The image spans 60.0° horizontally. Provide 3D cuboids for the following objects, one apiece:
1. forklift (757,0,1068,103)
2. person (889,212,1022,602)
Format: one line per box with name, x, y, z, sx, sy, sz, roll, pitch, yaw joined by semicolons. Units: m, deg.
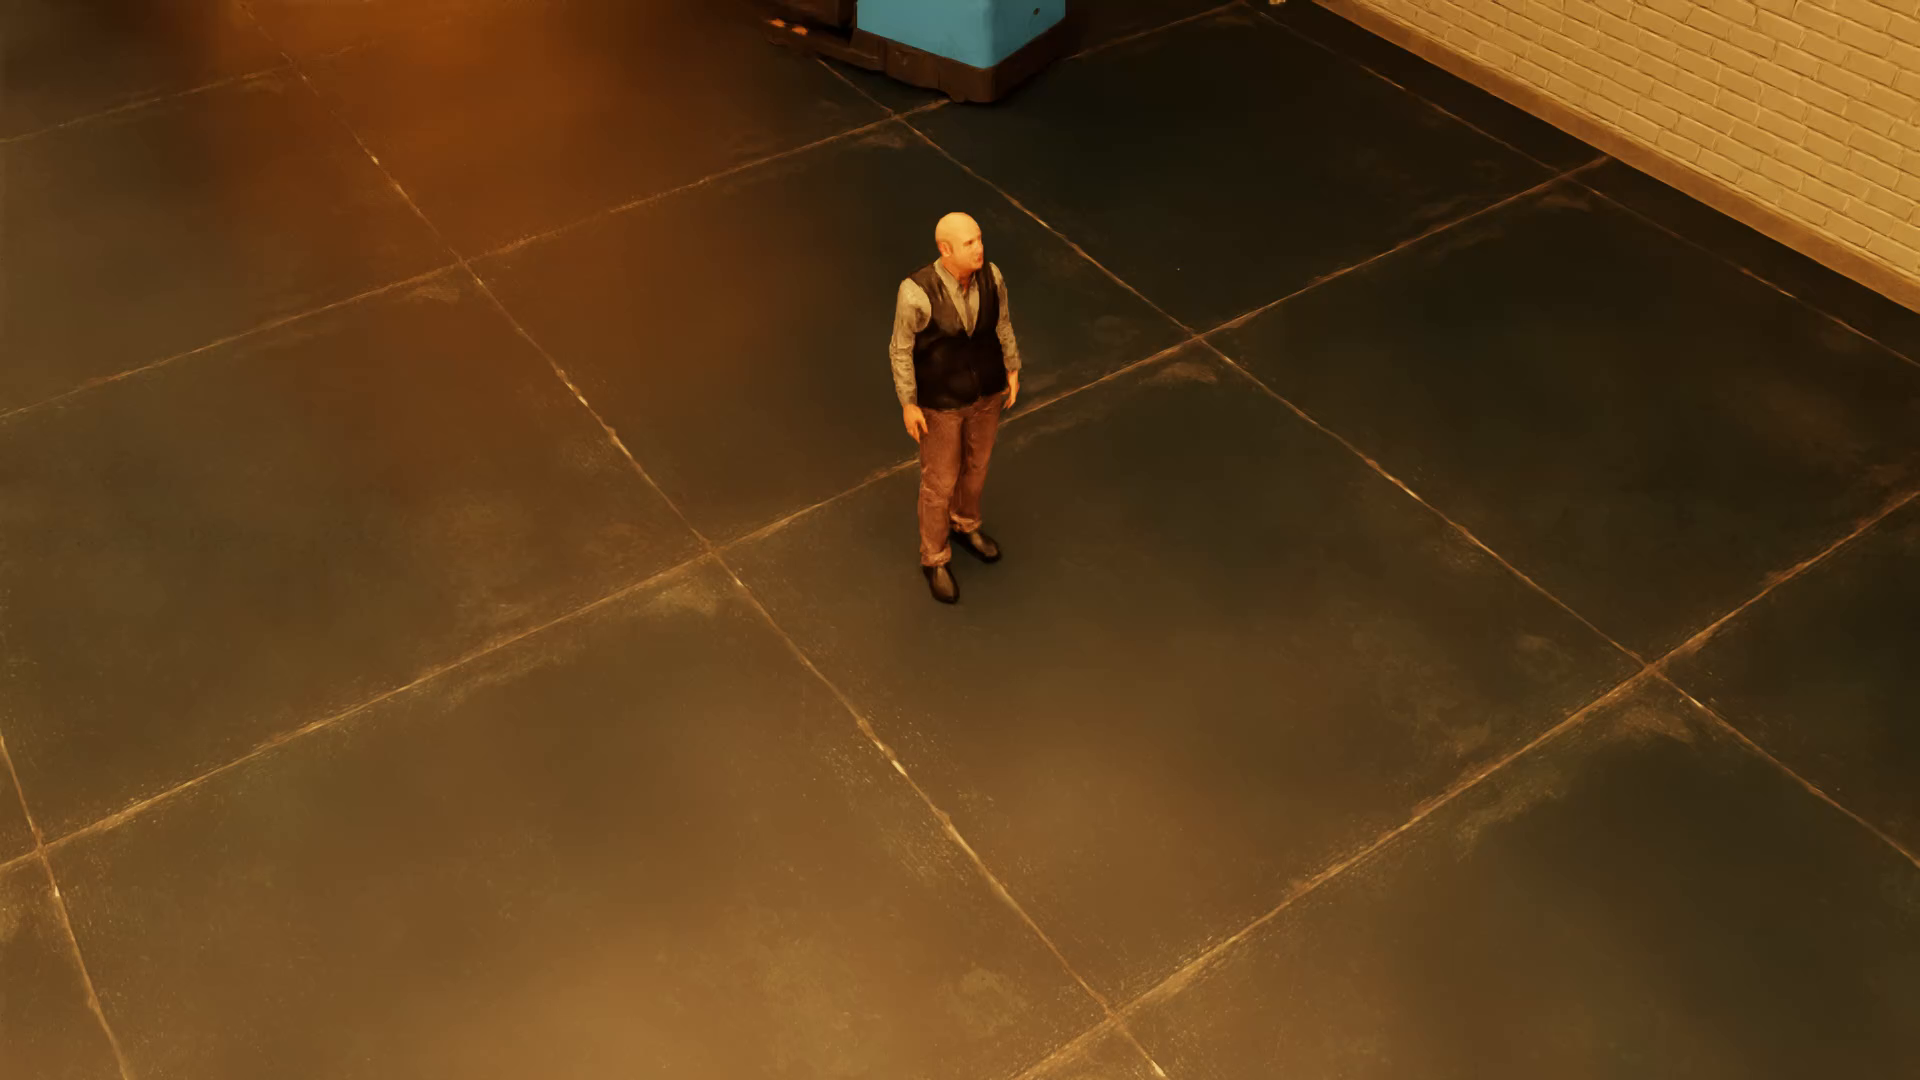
forklift;-0.764;-4.735;10.854;3.031;2.935;1.130;25;48;25
person;0.029;-0.600;7.249;0.632;1.720;0.567;-25;48;-25
